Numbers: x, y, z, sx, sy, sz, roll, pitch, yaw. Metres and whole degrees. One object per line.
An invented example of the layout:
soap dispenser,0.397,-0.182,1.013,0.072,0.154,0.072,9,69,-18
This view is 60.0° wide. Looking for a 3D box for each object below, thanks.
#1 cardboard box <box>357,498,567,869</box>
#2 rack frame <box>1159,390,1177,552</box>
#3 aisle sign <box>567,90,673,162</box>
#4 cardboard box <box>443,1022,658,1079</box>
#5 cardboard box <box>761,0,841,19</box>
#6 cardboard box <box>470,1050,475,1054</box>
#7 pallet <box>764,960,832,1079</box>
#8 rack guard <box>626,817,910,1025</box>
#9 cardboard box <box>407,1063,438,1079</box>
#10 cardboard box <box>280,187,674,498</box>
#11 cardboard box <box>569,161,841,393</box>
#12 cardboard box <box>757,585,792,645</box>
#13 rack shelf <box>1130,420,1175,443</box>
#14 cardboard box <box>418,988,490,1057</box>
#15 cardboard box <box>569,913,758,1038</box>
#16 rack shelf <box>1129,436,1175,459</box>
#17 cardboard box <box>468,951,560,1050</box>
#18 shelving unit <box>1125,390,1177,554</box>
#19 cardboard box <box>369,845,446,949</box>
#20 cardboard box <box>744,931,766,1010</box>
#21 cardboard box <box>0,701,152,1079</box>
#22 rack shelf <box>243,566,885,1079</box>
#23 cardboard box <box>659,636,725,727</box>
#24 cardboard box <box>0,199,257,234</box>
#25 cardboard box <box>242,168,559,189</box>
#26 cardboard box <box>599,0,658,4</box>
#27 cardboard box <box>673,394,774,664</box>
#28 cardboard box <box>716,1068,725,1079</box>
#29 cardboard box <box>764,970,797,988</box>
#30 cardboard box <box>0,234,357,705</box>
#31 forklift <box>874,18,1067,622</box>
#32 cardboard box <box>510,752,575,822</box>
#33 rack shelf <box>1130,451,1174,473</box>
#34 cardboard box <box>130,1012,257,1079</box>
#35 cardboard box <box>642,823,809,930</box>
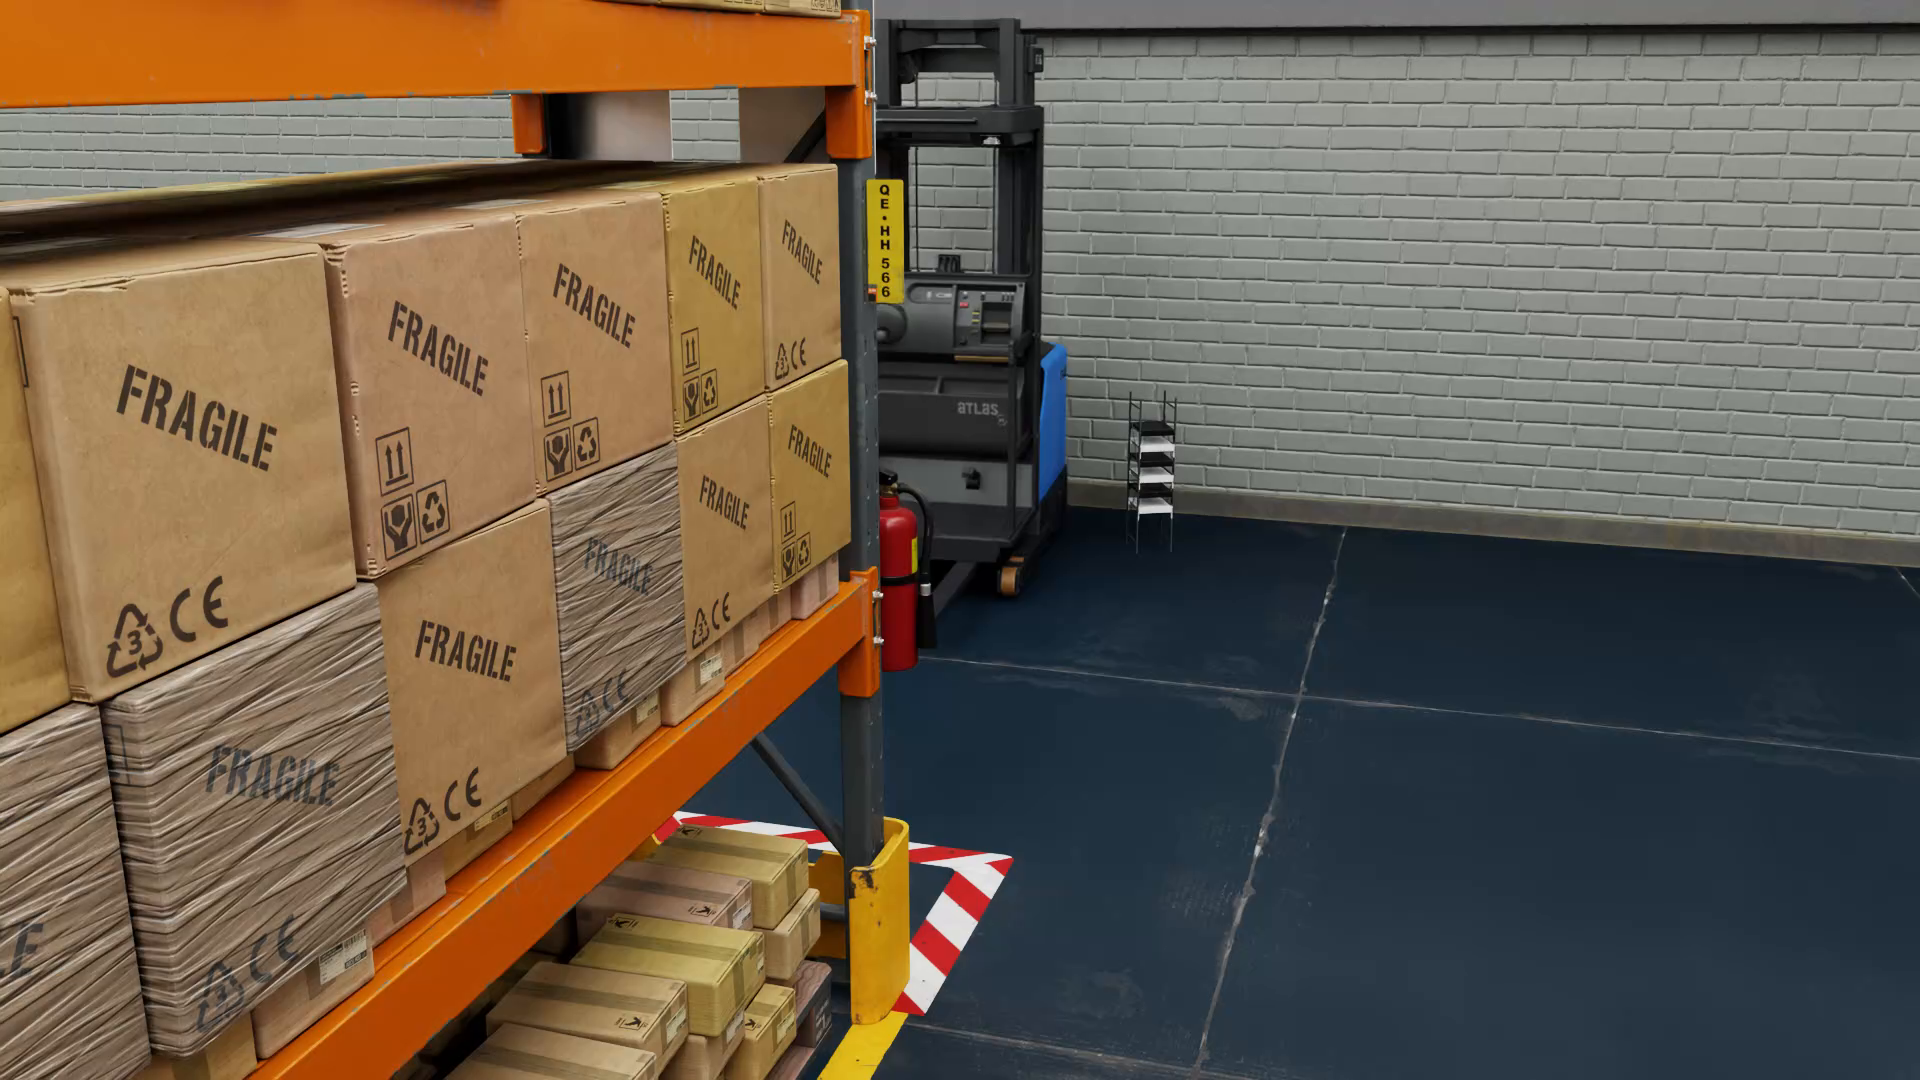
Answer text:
cardboard box,-1.044,0.208,2.869,0.500,0.500,0.500,5,17,19
rack frame,1.197,-0.396,9.578,0.006,0.900,0.240,-3,16,-9
aisle sign,-0.992,-1.428,4.604,0.394,0.787,0.004,5,16,16
cardboard box,-0.868,1.182,3.528,0.380,0.149,0.250,5,17,18
cardboard box,-0.600,-1.367,3.929,0.500,0.250,0.500,4,16,15
cardboard box,-1.240,1.287,4.250,0.380,0.149,0.250,5,17,16
pallet,-1.011,1.436,4.380,1.003,0.211,1.213,5,16,16
rack guard,-0.746,1.087,5.080,1.175,0.500,0.348,5,16,16
cardboard box,-1.398,1.282,3.722,0.380,0.149,0.250,4,16,13
cardboard box,-0.899,-0.399,3.179,0.500,0.500,0.500,6,17,19
cardboard box,-0.616,-0.668,4.128,0.500,0.500,0.500,4,16,15
cardboard box,-0.653,0.155,4.246,0.380,0.149,0.250,5,16,16
rack shelf,1.096,-0.620,9.497,0.200,0.077,0.258,-3,16,-9
cardboard box,-1.348,1.067,3.933,0.380,0.149,0.250,4,16,13
cardboard box,-0.711,1.045,4.013,0.380,0.149,0.250,4,16,15
rack shelf,1.096,-0.533,9.522,0.200,0.077,0.258,-3,16,-9
cardboard box,-1.237,1.146,4.200,0.380,0.149,0.250,5,17,17
shelving unit,1.096,-0.392,9.562,0.210,0.900,0.258,-3,16,-9
cardboard box,-1.108,0.561,2.814,0.380,0.149,0.250,5,17,18
cardboard box,-0.727,1.116,4.309,0.380,0.149,0.250,4,16,15
cardboard box,-1.345,0.480,1.912,0.500,0.500,0.500,5,16,16
rack shelf,-1.293,0.734,3.063,1.077,0.370,4.000,5,16,16
cardboard box,-0.760,0.290,3.769,0.380,0.149,0.250,5,17,17
cardboard box,-1.555,-0.310,2.865,0.500,0.500,0.500,4,16,14
cardboard box,-1.244,-0.578,3.810,0.500,0.500,0.500,5,17,17
cardboard box,-0.892,-1.104,3.002,0.500,0.250,0.500,5,17,18
cardboard box,-0.757,-0.055,3.797,0.500,0.500,0.500,4,16,15
cardboard box,-0.808,1.326,4.113,0.380,0.149,0.250,5,16,16
cardboard box,-0.674,1.188,4.598,0.380,0.149,0.250,5,17,17
cardboard box,-1.194,-0.126,2.217,0.500,0.500,0.500,5,17,17
forklift,-0.157,-1.219,8.756,1.130,2.935,3.031,3,16,12
cardboard box,-0.997,0.423,3.301,0.380,0.149,0.250,4,16,14
rack shelf,1.096,-0.446,9.546,0.200,0.077,0.258,-3,16,-9
cardboard box,-1.222,0.705,2.309,0.380,0.149,0.250,5,17,17
cardboard box,-0.632,0.906,4.502,0.380,0.149,0.250,5,17,17
